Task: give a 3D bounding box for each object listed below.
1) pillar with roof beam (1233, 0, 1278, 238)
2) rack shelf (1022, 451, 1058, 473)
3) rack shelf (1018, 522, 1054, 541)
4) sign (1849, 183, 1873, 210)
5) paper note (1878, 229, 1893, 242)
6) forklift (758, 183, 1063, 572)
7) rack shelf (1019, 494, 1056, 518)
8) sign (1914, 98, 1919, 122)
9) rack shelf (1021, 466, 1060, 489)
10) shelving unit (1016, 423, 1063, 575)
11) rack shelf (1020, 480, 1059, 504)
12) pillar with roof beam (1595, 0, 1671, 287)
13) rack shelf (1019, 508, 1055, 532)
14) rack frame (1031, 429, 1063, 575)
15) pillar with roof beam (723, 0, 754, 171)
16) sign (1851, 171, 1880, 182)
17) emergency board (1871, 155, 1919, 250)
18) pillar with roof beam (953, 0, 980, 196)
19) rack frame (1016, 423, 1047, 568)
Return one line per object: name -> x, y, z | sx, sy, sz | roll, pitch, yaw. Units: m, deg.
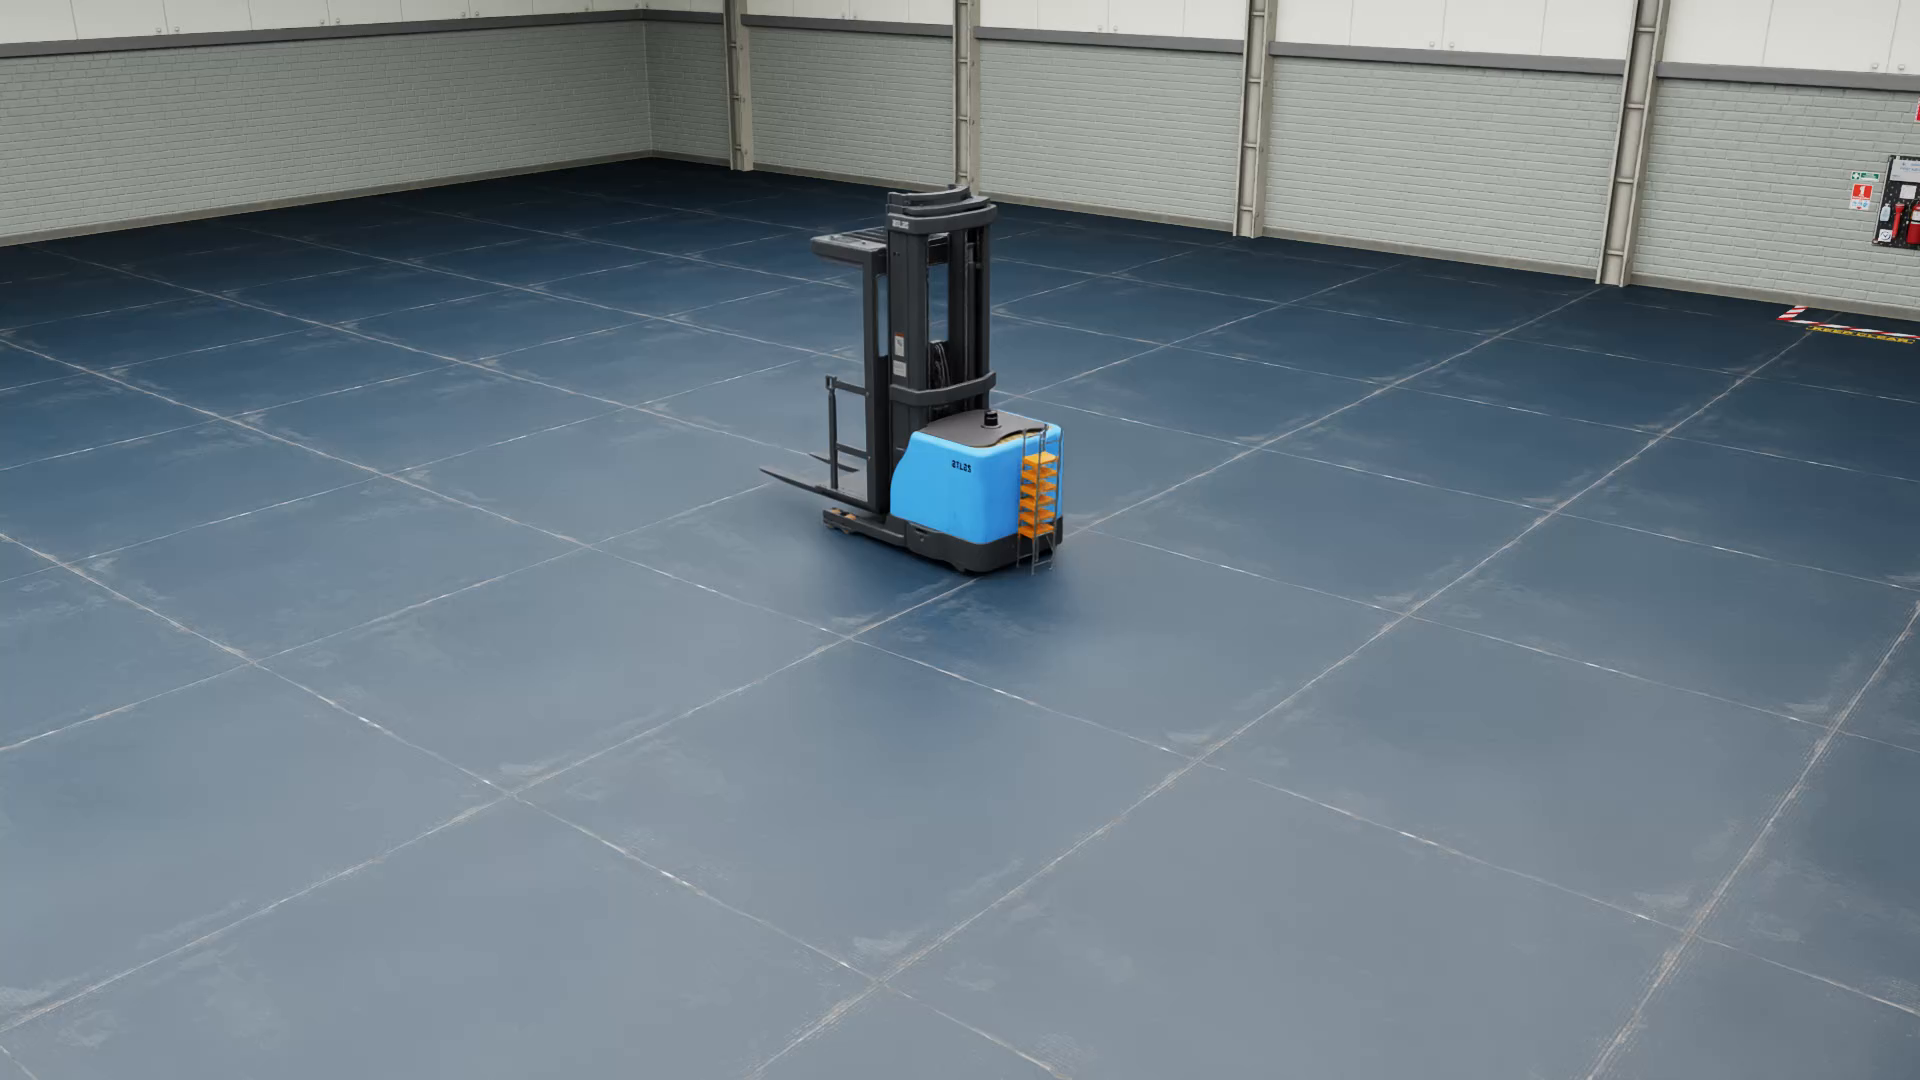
pillar with roof beam -> 2.044, -8.073, 22.826 | 0.400, 9.000, 9.100 | 16, 26, 36
rack shelf -> 0.644, -0.611, 13.185 | 0.258, 0.103, 0.180 | -17, 30, -37
rack shelf -> 0.621, -0.061, 13.422 | 0.258, 0.103, 0.180 | -17, 30, -37
sign -> 11.810, -4.496, 21.791 | 0.234, 0.329, 0.001 | 16, 26, 36
paper note -> 12.079, -3.974, 21.706 | 0.142, 0.148, 0.016 | 16, 26, 36
forklift -> -0.546, -1.539, 14.097 | 3.031, 2.935, 1.130 | 19, 28, 41
rack shelf -> 0.630, -0.281, 13.327 | 0.258, 0.103, 0.180 | -17, 30, -37
sign -> 12.230, -5.441, 21.063 | 0.199, 0.298, 0.001 | 16, 26, 36
rack shelf -> 0.639, -0.501, 13.232 | 0.258, 0.103, 0.180 | -17, 30, -37
shelving unit -> 0.632, -0.322, 13.310 | 0.258, 1.200, 0.189 | -17, 30, -37
rack shelf -> 0.635, -0.391, 13.280 | 0.258, 0.103, 0.180 | -17, 30, -37
pillar with roof beam -> 6.693, -6.735, 19.276 | 0.400, 9.000, 9.100 | 16, 26, 36
rack shelf -> 0.626, -0.171, 13.374 | 0.258, 0.103, 0.180 | -17, 30, -37
rack frame -> 0.691, -0.292, 13.246 | 0.240, 1.200, 0.006 | -17, 30, -37
pillar with roof beam -> -7.252, -10.751, 29.925 | 0.400, 9.000, 9.100 | 16, 26, 36
sign -> 11.808, -4.740, 21.688 | 0.331, 0.109, 0.001 | 16, 26, 36
emergency board -> 12.173, -4.328, 21.395 | 0.643, 1.169, 0.194 | 16, 26, 36
pillar with roof beam -> -2.604, -9.412, 26.376 | 0.400, 9.000, 9.100 | 16, 26, 36
rack frame -> 0.573, -0.351, 13.373 | 0.240, 1.200, 0.006 | -17, 30, -37
